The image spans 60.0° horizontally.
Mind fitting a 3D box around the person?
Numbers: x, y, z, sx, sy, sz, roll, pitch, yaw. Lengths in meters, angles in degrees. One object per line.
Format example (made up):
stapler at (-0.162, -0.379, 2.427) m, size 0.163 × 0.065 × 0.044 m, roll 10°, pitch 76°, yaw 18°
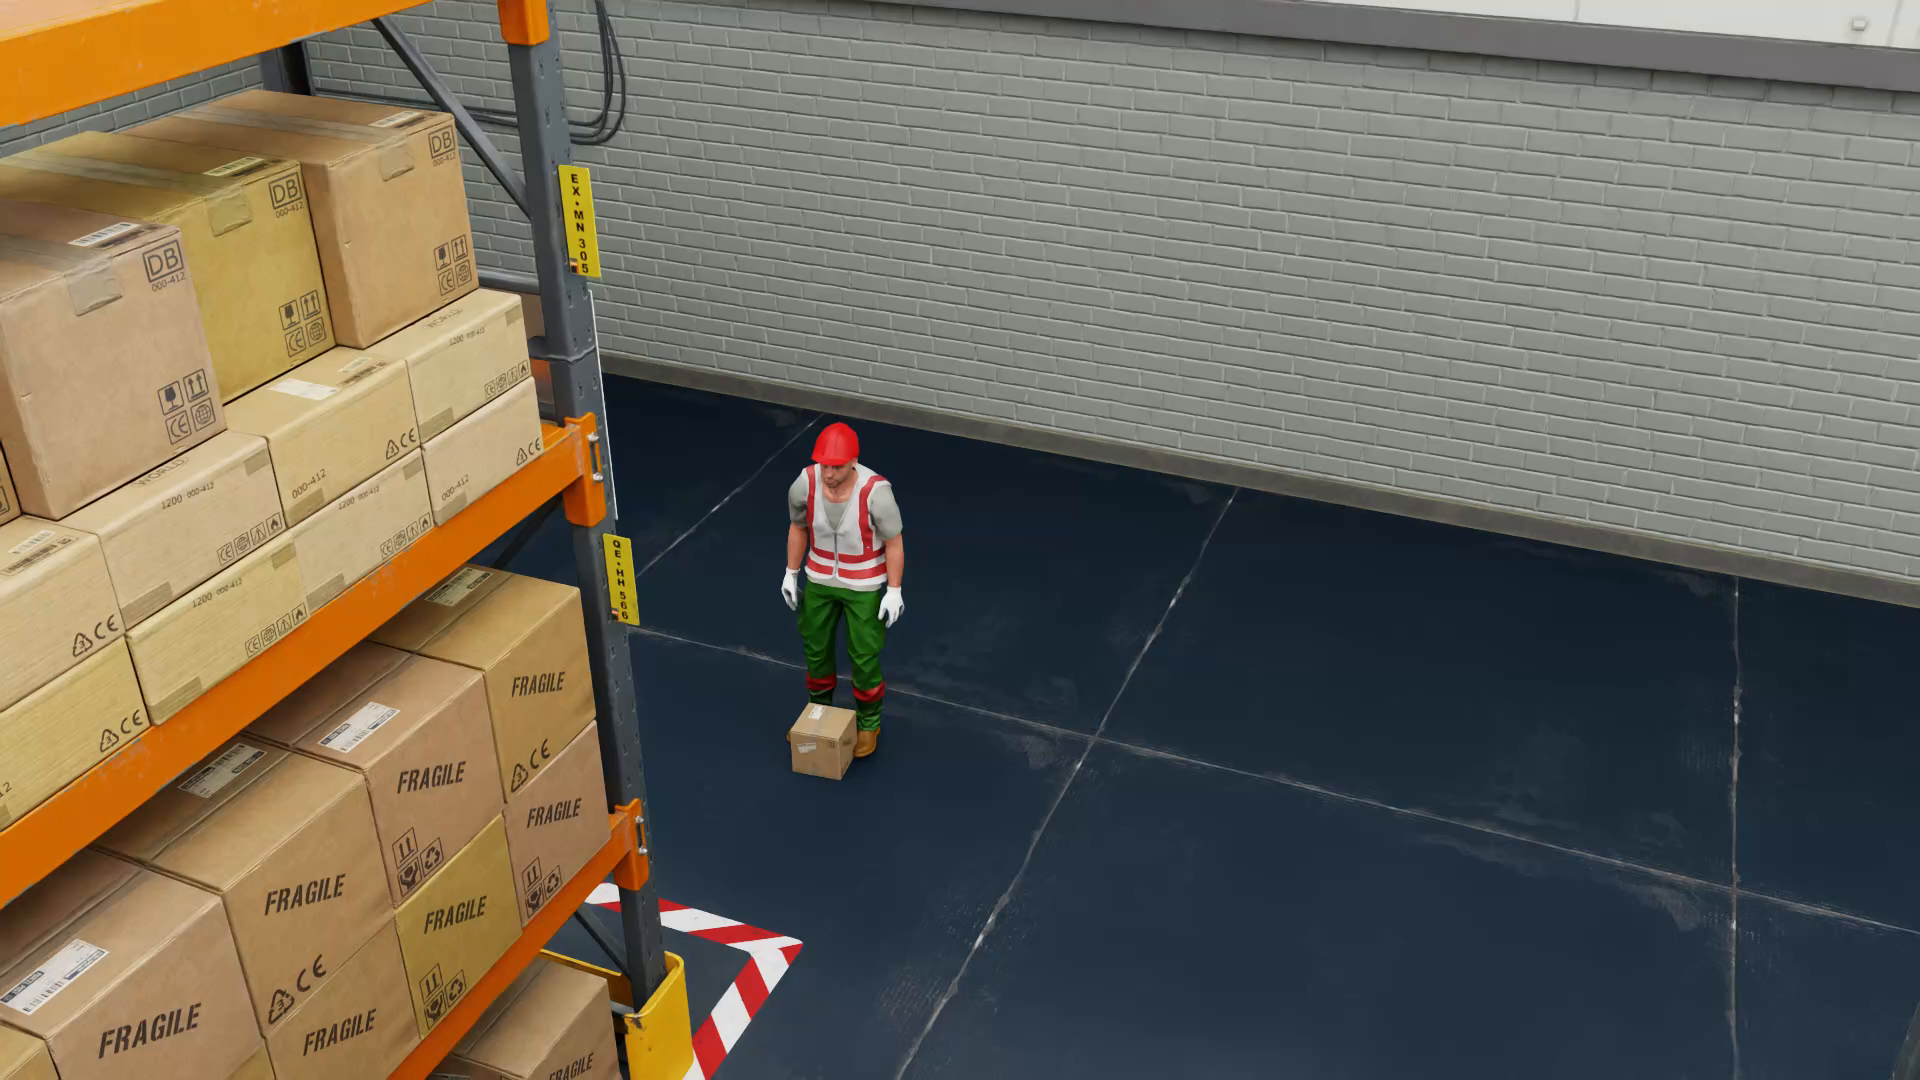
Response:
person at (-0.563, 0.226, 7.984) m, size 0.618 × 1.779 × 0.452 m, roll 9°, pitch 31°, yaw 16°
